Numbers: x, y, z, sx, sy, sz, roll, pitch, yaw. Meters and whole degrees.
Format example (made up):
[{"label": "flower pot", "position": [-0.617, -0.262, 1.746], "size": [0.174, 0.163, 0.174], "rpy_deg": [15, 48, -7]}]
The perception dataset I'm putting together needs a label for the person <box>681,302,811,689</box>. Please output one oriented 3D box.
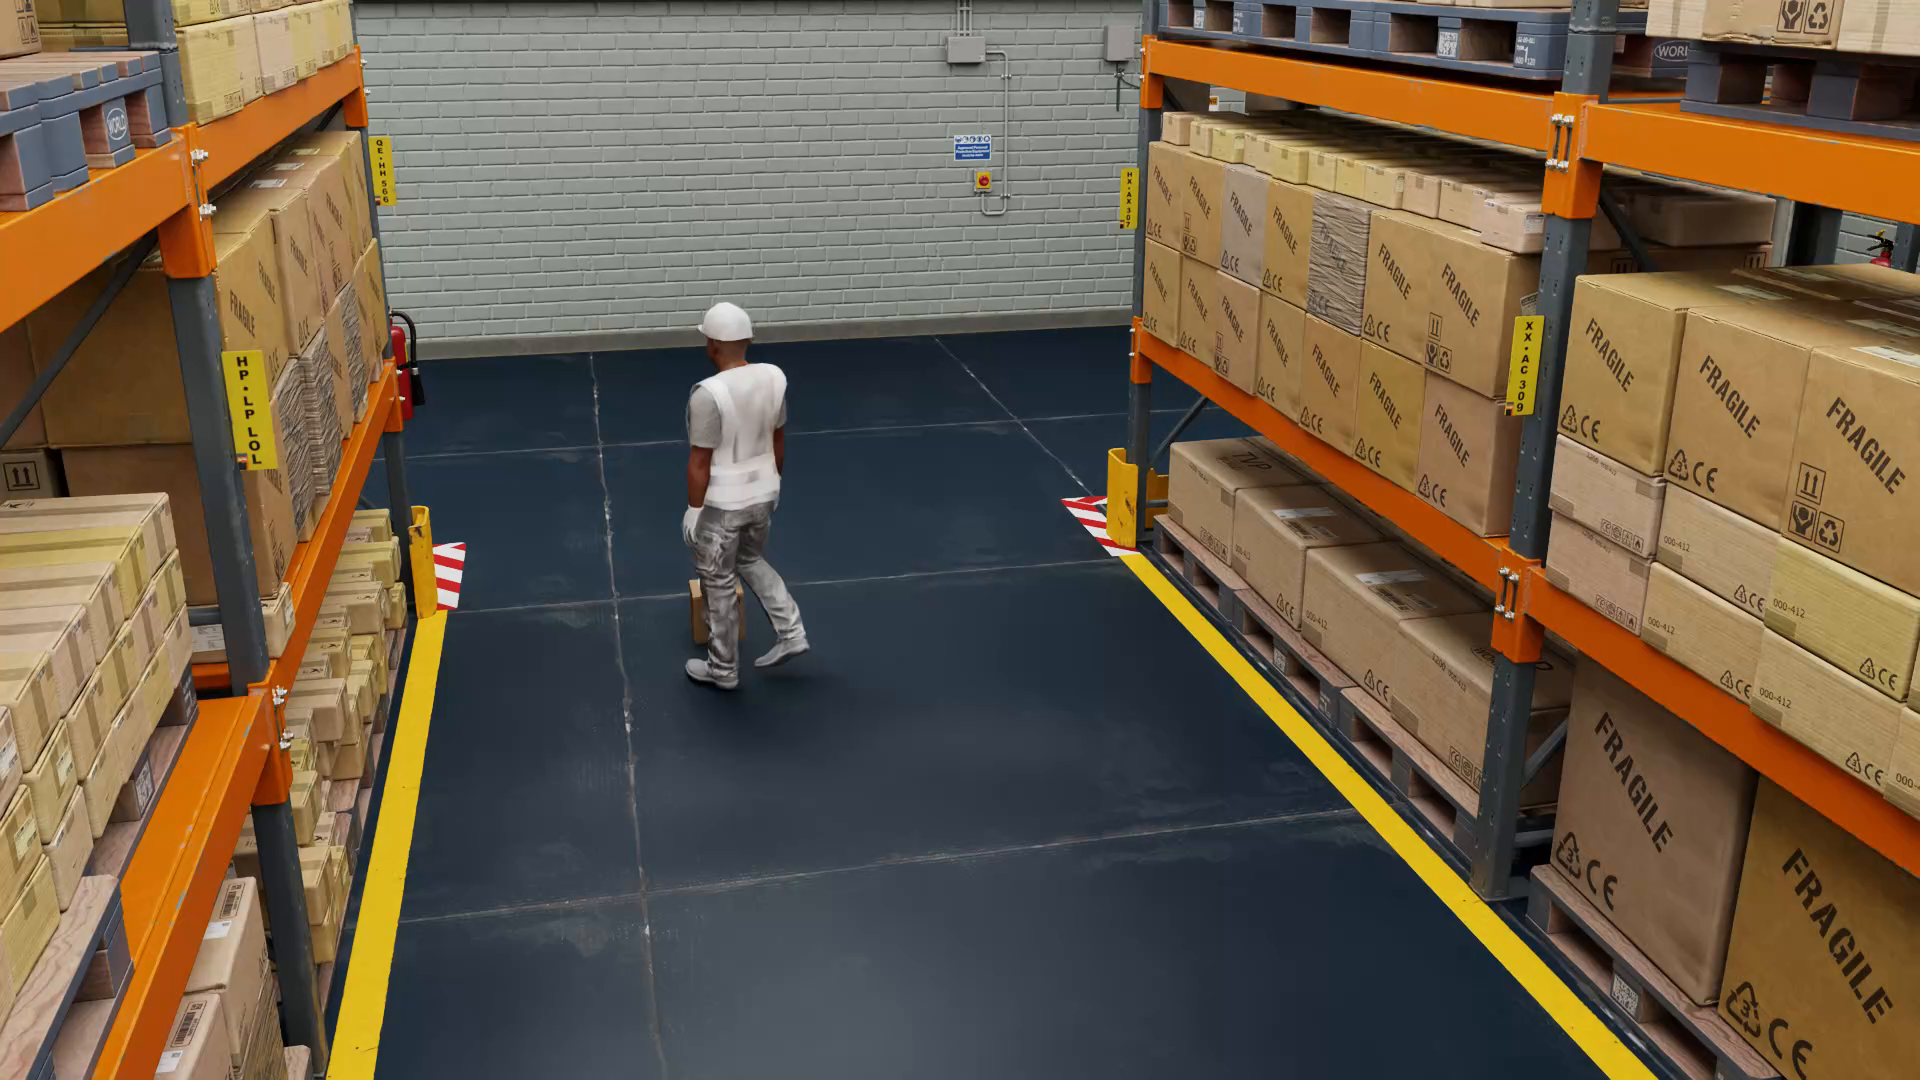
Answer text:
[{"label": "person", "position": [-1.026, -0.190, 7.547], "size": [0.511, 1.791, 0.592], "rpy_deg": [15, 24, 37]}]
